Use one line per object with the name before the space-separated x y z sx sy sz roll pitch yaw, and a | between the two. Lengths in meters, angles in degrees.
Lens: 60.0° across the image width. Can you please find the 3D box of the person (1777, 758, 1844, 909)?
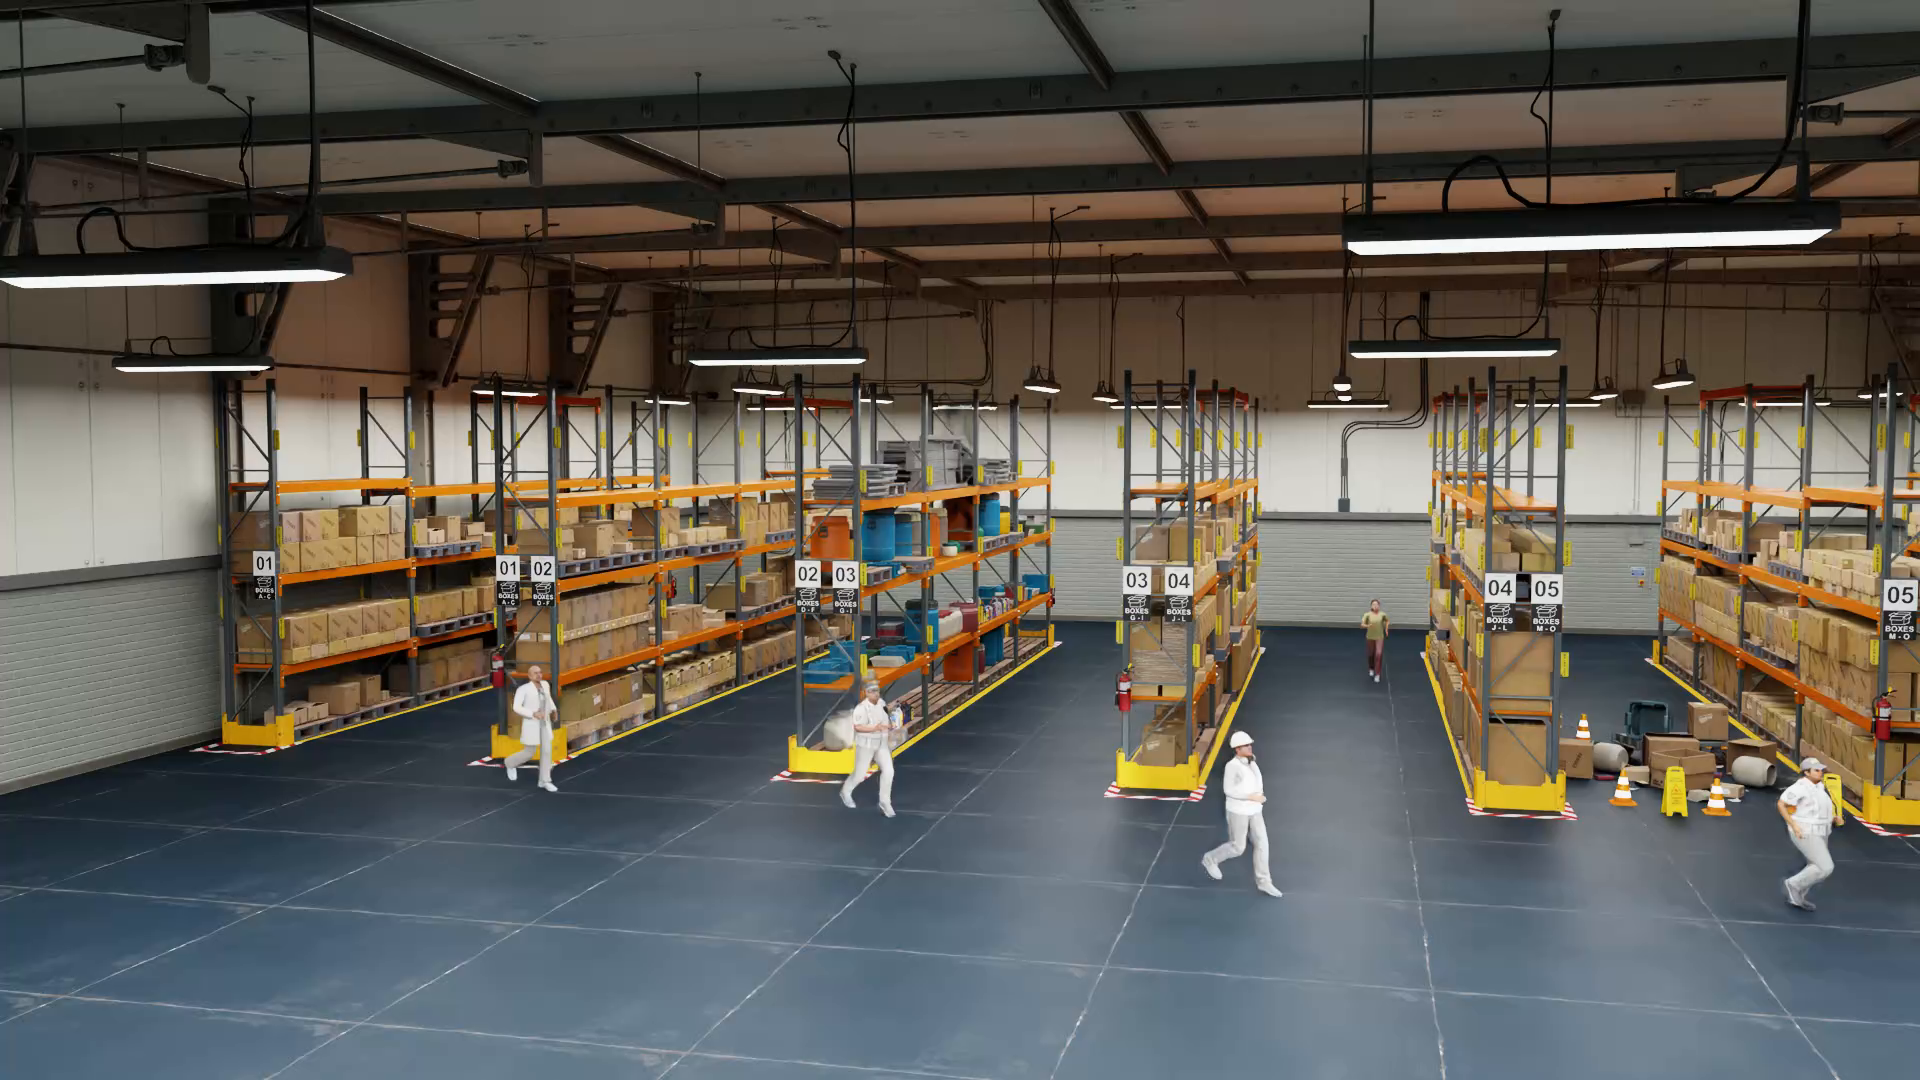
person | 9.056 3.124 17.623 0.593 1.626 0.574 -3 4 -37

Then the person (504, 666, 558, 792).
person | -6.133 2.790 23.933 0.990 1.581 0.719 3 5 40

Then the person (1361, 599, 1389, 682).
person | 8.634 2.065 34.605 0.569 1.665 0.959 1 4 15

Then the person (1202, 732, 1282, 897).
person | 3.135 3.010 18.431 0.963 1.778 0.673 3 5 42

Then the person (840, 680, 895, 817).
person | -1.210 2.781 22.357 0.670 1.842 0.927 -3 4 -39
